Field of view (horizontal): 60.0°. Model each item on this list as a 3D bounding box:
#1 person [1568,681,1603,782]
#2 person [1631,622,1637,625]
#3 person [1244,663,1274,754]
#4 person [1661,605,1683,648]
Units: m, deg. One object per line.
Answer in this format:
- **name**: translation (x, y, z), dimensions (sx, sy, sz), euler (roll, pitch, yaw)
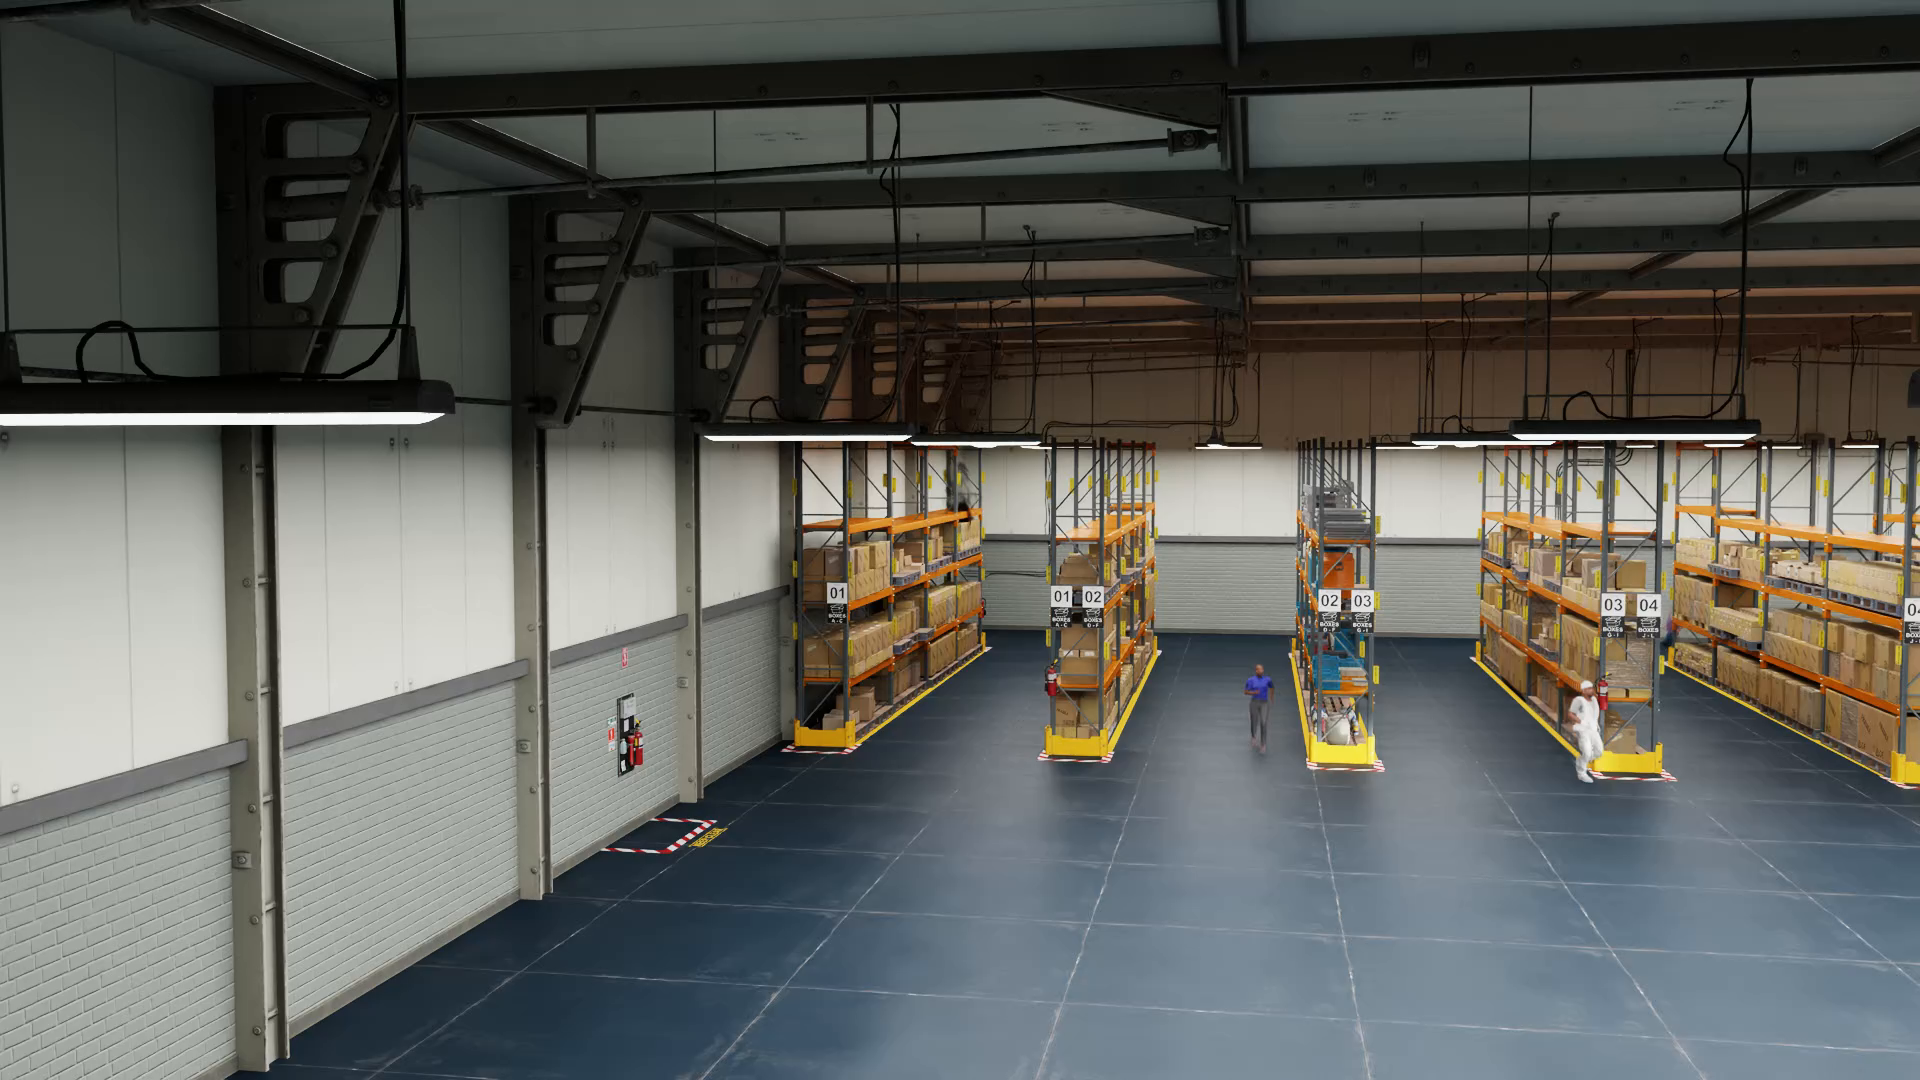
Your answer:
- **person**: translation (10.893, 3.323, 28.918), dimensions (0.690, 1.756, 0.592), euler (-2, 3, -28)
- **person**: translation (17.692, 2.545, 43.904), dimensions (0.716, 1.731, 0.780), euler (2, 3, 27)
- **person**: translation (5.722, 3.191, 31.798), dimensions (0.566, 1.669, 0.910), euler (1, 3, 10)
- **person**: translation (19.513, 2.540, 45.546), dimensions (0.542, 1.547, 0.602), euler (0, 3, -4)
